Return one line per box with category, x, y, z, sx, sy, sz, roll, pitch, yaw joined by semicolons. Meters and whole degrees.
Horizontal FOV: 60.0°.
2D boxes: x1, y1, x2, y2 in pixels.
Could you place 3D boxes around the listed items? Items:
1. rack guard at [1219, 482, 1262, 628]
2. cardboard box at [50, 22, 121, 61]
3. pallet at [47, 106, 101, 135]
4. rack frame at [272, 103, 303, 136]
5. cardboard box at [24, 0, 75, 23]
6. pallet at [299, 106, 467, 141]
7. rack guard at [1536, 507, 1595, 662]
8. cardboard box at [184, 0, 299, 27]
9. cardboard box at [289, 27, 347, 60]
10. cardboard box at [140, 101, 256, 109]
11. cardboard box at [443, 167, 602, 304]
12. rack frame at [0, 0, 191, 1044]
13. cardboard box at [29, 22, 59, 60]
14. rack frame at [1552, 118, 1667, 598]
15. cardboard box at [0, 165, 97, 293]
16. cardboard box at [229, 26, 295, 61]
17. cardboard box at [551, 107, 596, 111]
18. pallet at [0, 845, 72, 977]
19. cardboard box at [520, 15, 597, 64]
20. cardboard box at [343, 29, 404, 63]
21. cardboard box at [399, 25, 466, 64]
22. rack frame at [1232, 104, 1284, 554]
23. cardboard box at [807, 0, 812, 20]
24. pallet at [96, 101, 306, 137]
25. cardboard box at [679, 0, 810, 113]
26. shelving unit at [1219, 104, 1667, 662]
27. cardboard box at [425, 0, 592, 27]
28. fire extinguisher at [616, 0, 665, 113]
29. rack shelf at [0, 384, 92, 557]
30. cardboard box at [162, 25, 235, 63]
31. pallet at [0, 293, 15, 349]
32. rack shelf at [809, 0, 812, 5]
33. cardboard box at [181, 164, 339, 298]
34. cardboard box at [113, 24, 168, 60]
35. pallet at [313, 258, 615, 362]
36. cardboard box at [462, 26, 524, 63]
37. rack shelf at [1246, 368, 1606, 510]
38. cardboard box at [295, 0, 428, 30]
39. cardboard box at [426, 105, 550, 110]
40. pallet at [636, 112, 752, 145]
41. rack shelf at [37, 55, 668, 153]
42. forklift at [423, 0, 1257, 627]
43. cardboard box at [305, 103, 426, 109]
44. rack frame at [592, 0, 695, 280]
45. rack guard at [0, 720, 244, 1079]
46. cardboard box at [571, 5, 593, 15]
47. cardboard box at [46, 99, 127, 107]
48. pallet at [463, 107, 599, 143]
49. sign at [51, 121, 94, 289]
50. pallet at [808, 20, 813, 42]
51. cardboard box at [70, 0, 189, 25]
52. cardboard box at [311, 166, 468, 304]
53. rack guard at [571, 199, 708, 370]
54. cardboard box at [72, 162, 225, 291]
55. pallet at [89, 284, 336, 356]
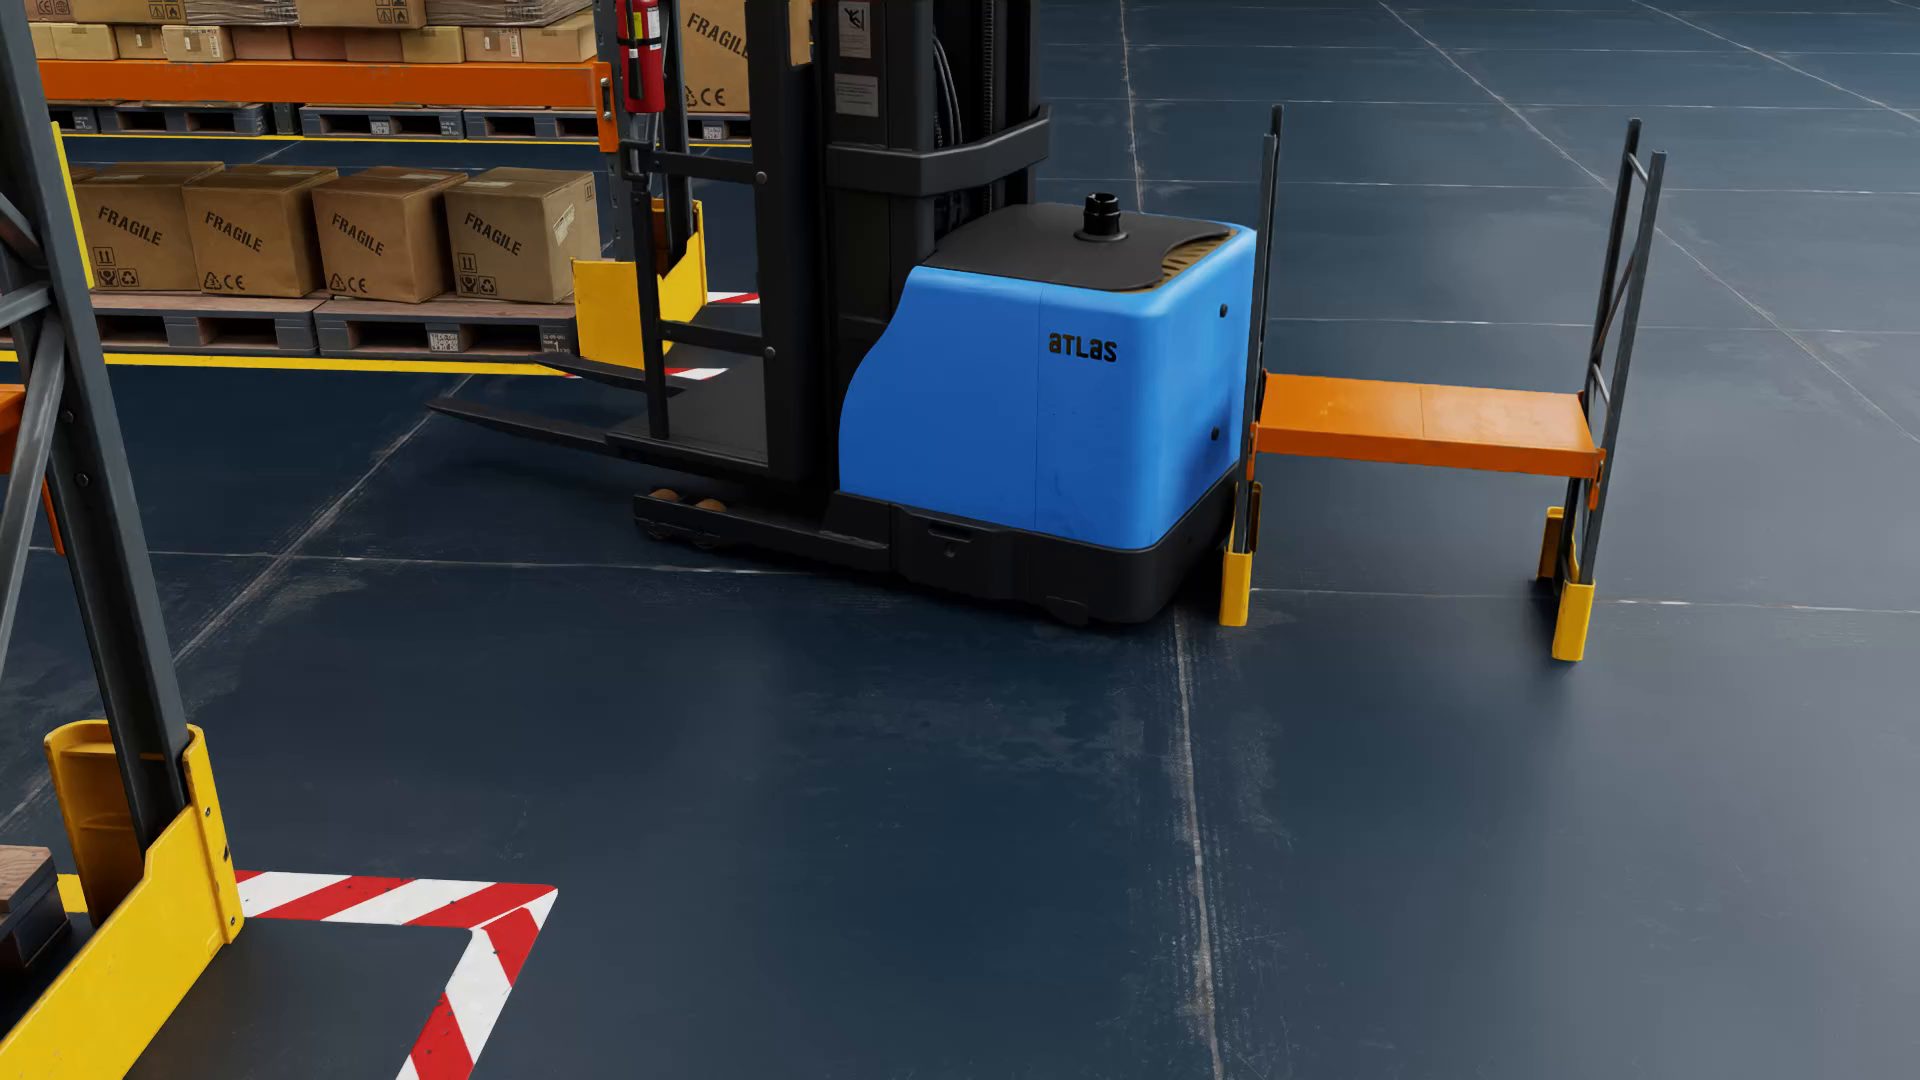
rack guard;0.907;0.038;5.369;0.087;0.250;0.587;5;25;11
cardboard box;-3.702;-2.183;7.206;0.250;0.149;0.380;2;25;4
pallet;-6.905;-3.300;12.669;1.213;0.211;1.003;2;25;4
rack frame;-4.910;-4.536;12.019;0.127;3.000;1.000;2;25;4
cardboard box;-3.944;-2.607;7.353;0.500;0.500;0.875;2;25;4
pallet;-4.158;-3.212;12.478;1.213;0.211;1.003;2;25;4
rack guard;1.879;0.128;5.173;0.087;0.250;0.587;5;25;11
cardboard box;-2.951;-2.553;7.235;0.500;0.500;0.875;2;25;4
cardboard box;-2.699;-2.187;7.215;0.250;0.149;0.380;2;25;4
cardboard box;-5.536;-3.687;12.363;0.750;0.750;1.050;2;25;4
cardboard box;-2.023;-1.426;7.748;0.500;0.500;0.500;6;25;14
rack frame;-1.781;-0.279;2.769;0.127;3.000;1.000;2;25;4
cardboard box;-3.951;-2.196;7.234;0.250;0.149;0.380;2;25;4
rack frame;1.898;-0.438;4.908;0.032;1.500;0.500;5;25;11
cardboard box;-4.423;-1.482;7.871;0.500;0.500;0.500;10;27;21
cardboard box;-2.950;-2.186;7.212;0.250;0.149;0.380;2;25;4
cardboard box;-2.480;-3.655;12.144;0.875;0.875;0.875;1;25;3
pallet;-2.670;0.976;3.376;1.213;0.211;1.003;2;25;4
cardboard box;-1.702;-2.153;7.140;0.250;0.149;0.380;2;25;4
cardboard box;-2.452;-2.162;7.160;0.250;0.149;0.380;2;25;4
cardboard box;-2.204;-2.147;7.129;0.250;0.149;0.380;2;25;4
rack frame;0.906;-0.530;5.108;0.032;1.500;0.500;5;25;11
cardboard box;-1.494;-5.330;16.532;0.500;0.250;0.500;2;25;4
pallet;-5.685;-3.262;12.587;1.213;0.211;1.003;2;25;4
cardboard box;-1.603;-3.627;12.084;0.875;0.875;0.875;2;25;4
shelving unit;1.393;-0.485;5.010;1.083;1.500;0.587;5;25;11
cardboard box;-1.948;-2.553;7.235;0.500;0.500;0.875;2;25;4
fire extinguisher;-1.323;-2.113;6.846;0.183;0.674;0.296;2;25;4
rack shelf;-3.775;-0.017;3.058;4.000;0.370;1.077;2;25;4
cardboard box;-3.206;-2.157;7.149;0.250;0.149;0.380;2;25;4
pallet;-4.718;-1.198;8.101;1.213;0.211;1.003;2;25;4
rack shelf;-2.916;-4.145;12.030;4.000;0.370;1.077;2;25;4
cardboard box;-3.245;-1.459;7.820;0.500;0.500;0.500;4;25;9
cardboard box;-3.450;-2.194;7.230;0.250;0.149;0.380;2;25;4
pallet;-2.285;-1.120;7.932;1.213;0.211;1.003;2;25;4
cardboard box;-1.951;-2.161;7.158;0.250;0.149;0.380;2;25;4
rack shelf;1.402;-0.321;5.083;1.000;0.185;0.538;5;25;11
cardboard box;-2.456;-2.519;7.161;0.500;0.500;0.875;2;25;4
cardboard box;-3.389;-3.685;12.209;0.875;0.875;0.875;2;25;4
pallet;-1.725;-3.134;12.308;1.213;0.211;1.003;2;25;4
rack shelf;-3.396;-2.081;7.544;4.000;0.370;1.077;2;25;4
forklift;-0.554;-1.483;5.466;3.031;2.935;1.130;12;27;25
cardboard box;-4.288;-3.712;12.268;0.875;0.875;0.875;2;25;5
rack frame;-1.402;-2.344;7.255;0.127;3.000;1.000;2;25;4
rack guard;-1.861;0.873;3.254;0.348;0.500;1.175;2;25;4
cardboard box;-1.668;-2.338;7.543;0.250;0.149;0.380;2;25;4
cardboard box;-6.497;-3.719;12.433;0.750;0.750;1.050;2;25;4
pallet;-2.938;-3.174;12.395;1.213;0.211;1.003;2;25;4
sign;-1.735;-0.634;3.209;0.005;0.325;0.100;2;25;4
pallet;-1.526;-5.250;16.908;1.213;0.211;1.003;2;25;4
cardboard box;-3.449;-2.574;7.280;0.500;0.500;0.875;2;25;4
cardboard box;-2.622;-1.431;7.759;0.500;0.500;0.500;8;26;18
rack guard;-1.478;-1.211;7.783;0.348;0.500;1.175;2;25;4
cardboard box;-3.798;-1.495;7.899;0.500;0.500;0.500;0;25;-1
pallet;-3.498;-1.160;8.019;1.213;0.211;1.003;2;25;4
